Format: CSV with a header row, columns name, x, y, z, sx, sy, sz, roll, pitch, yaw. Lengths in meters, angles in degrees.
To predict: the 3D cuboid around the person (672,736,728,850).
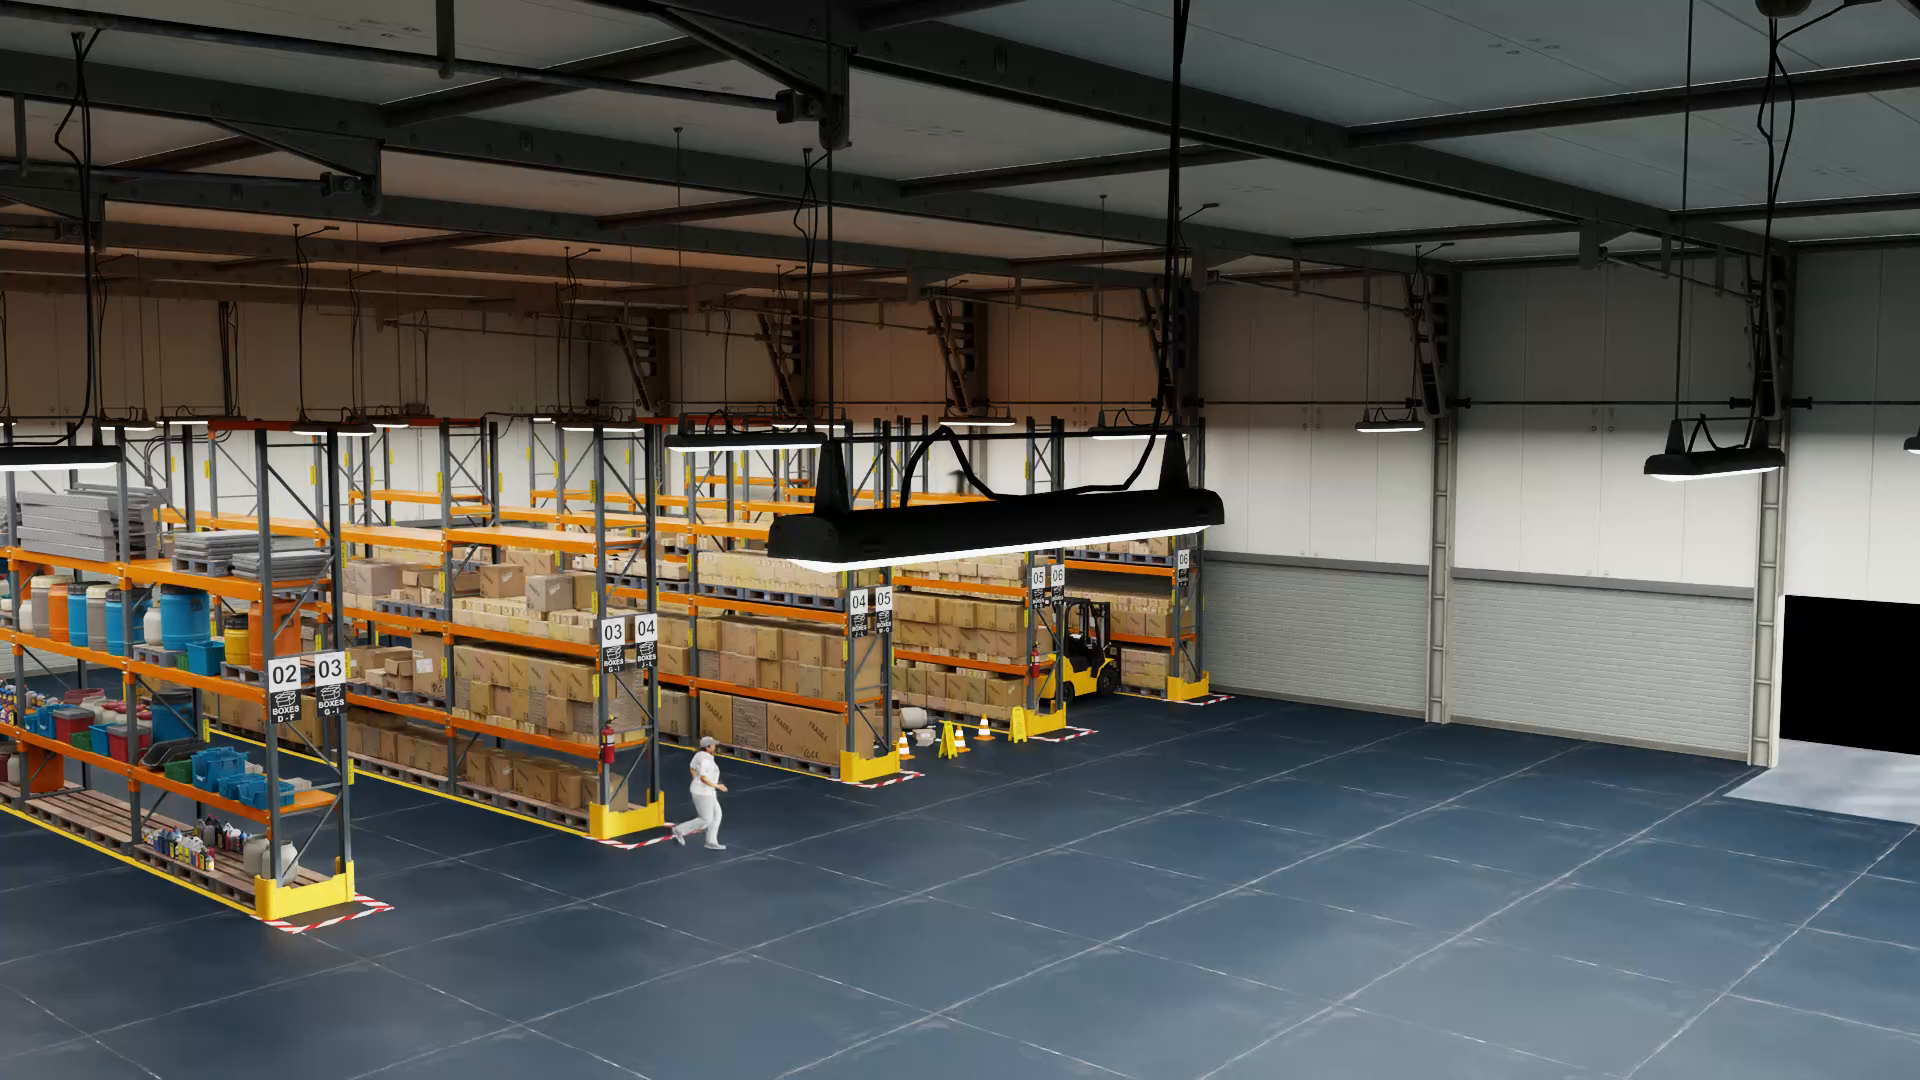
name,x,y,z,sx,sy,sz,roll,pitch,yaw
person,-3.679,3.584,23.425,0.782,1.639,0.585,-1,5,-15
